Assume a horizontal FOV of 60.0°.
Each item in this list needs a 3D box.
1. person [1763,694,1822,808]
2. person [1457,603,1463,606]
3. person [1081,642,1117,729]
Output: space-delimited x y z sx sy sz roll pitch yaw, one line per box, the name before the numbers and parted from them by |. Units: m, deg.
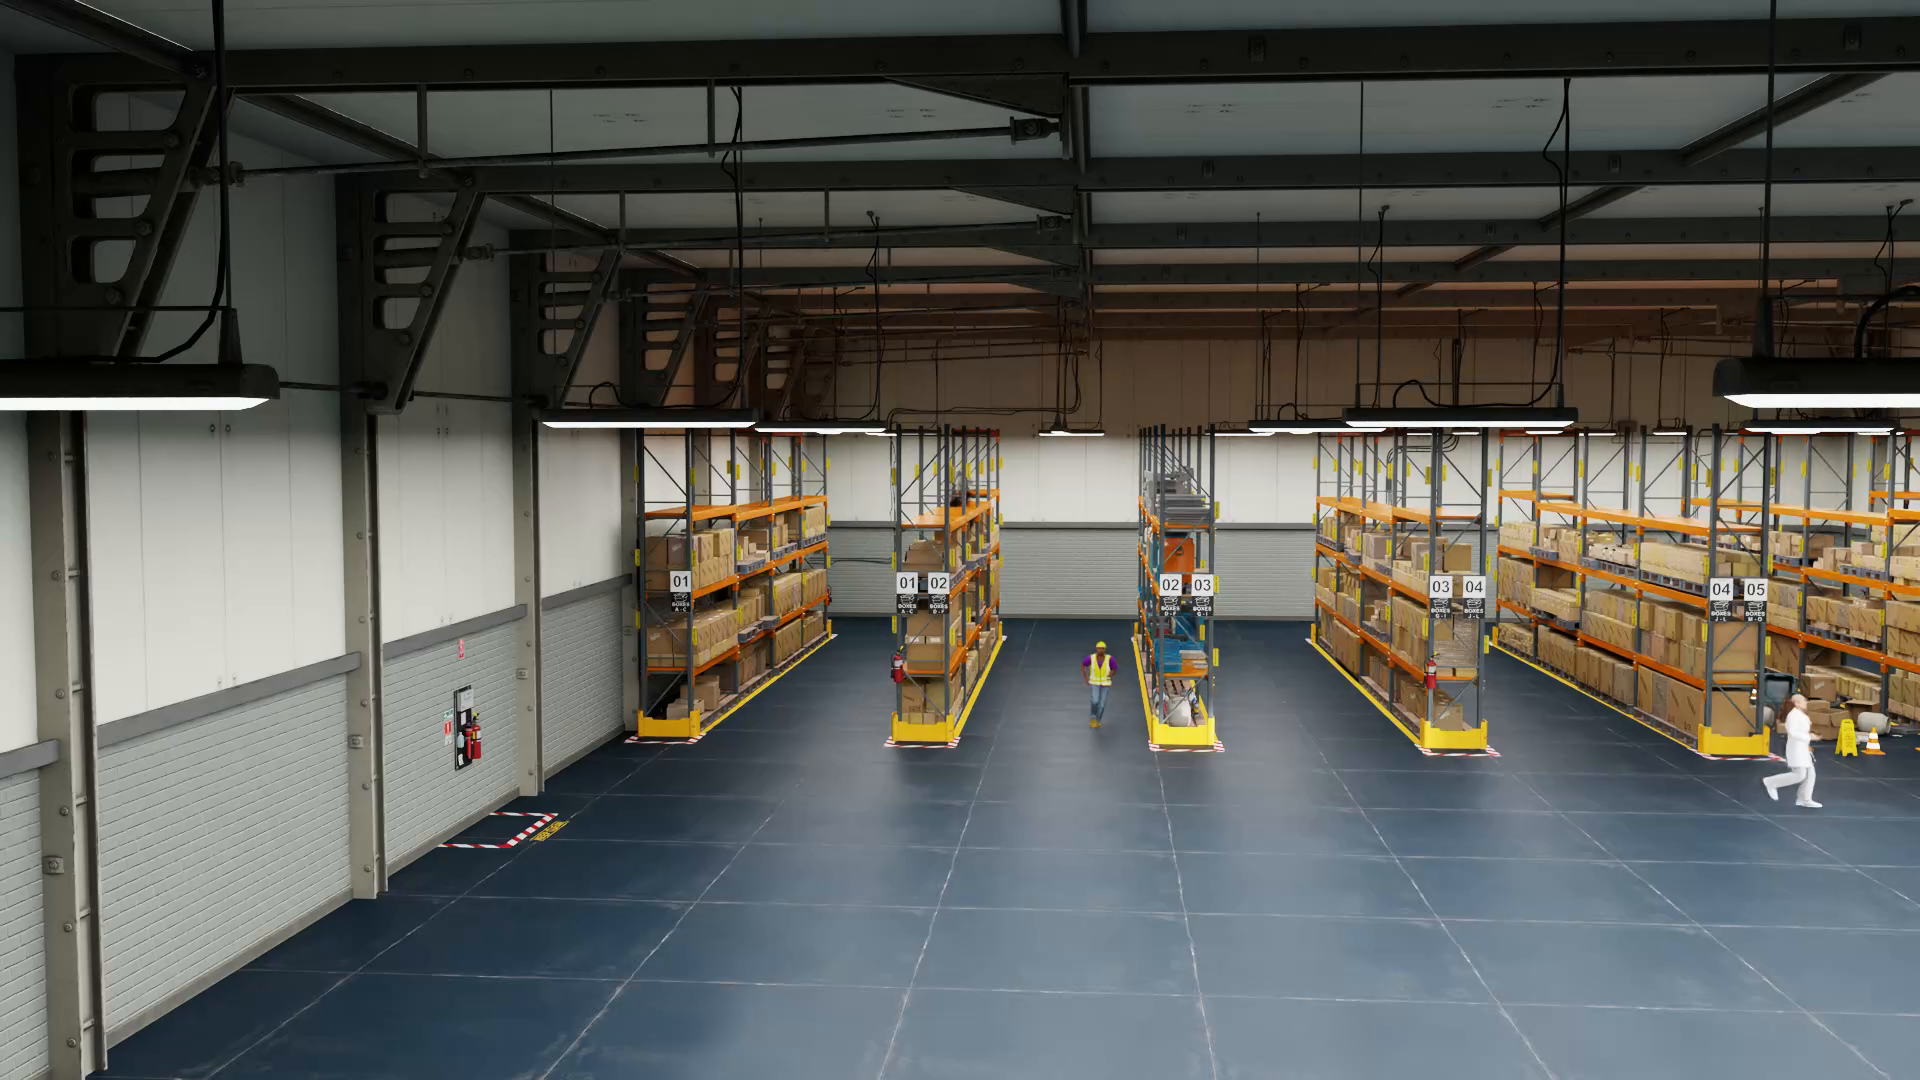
person | 12.985 3.265 25.878 0.834 1.746 0.718 3 4 36
person | 13.588 2.112 45.556 0.708 1.764 0.722 1 4 14
person | 2.751 2.852 32.711 0.688 1.724 0.699 0 3 -2
